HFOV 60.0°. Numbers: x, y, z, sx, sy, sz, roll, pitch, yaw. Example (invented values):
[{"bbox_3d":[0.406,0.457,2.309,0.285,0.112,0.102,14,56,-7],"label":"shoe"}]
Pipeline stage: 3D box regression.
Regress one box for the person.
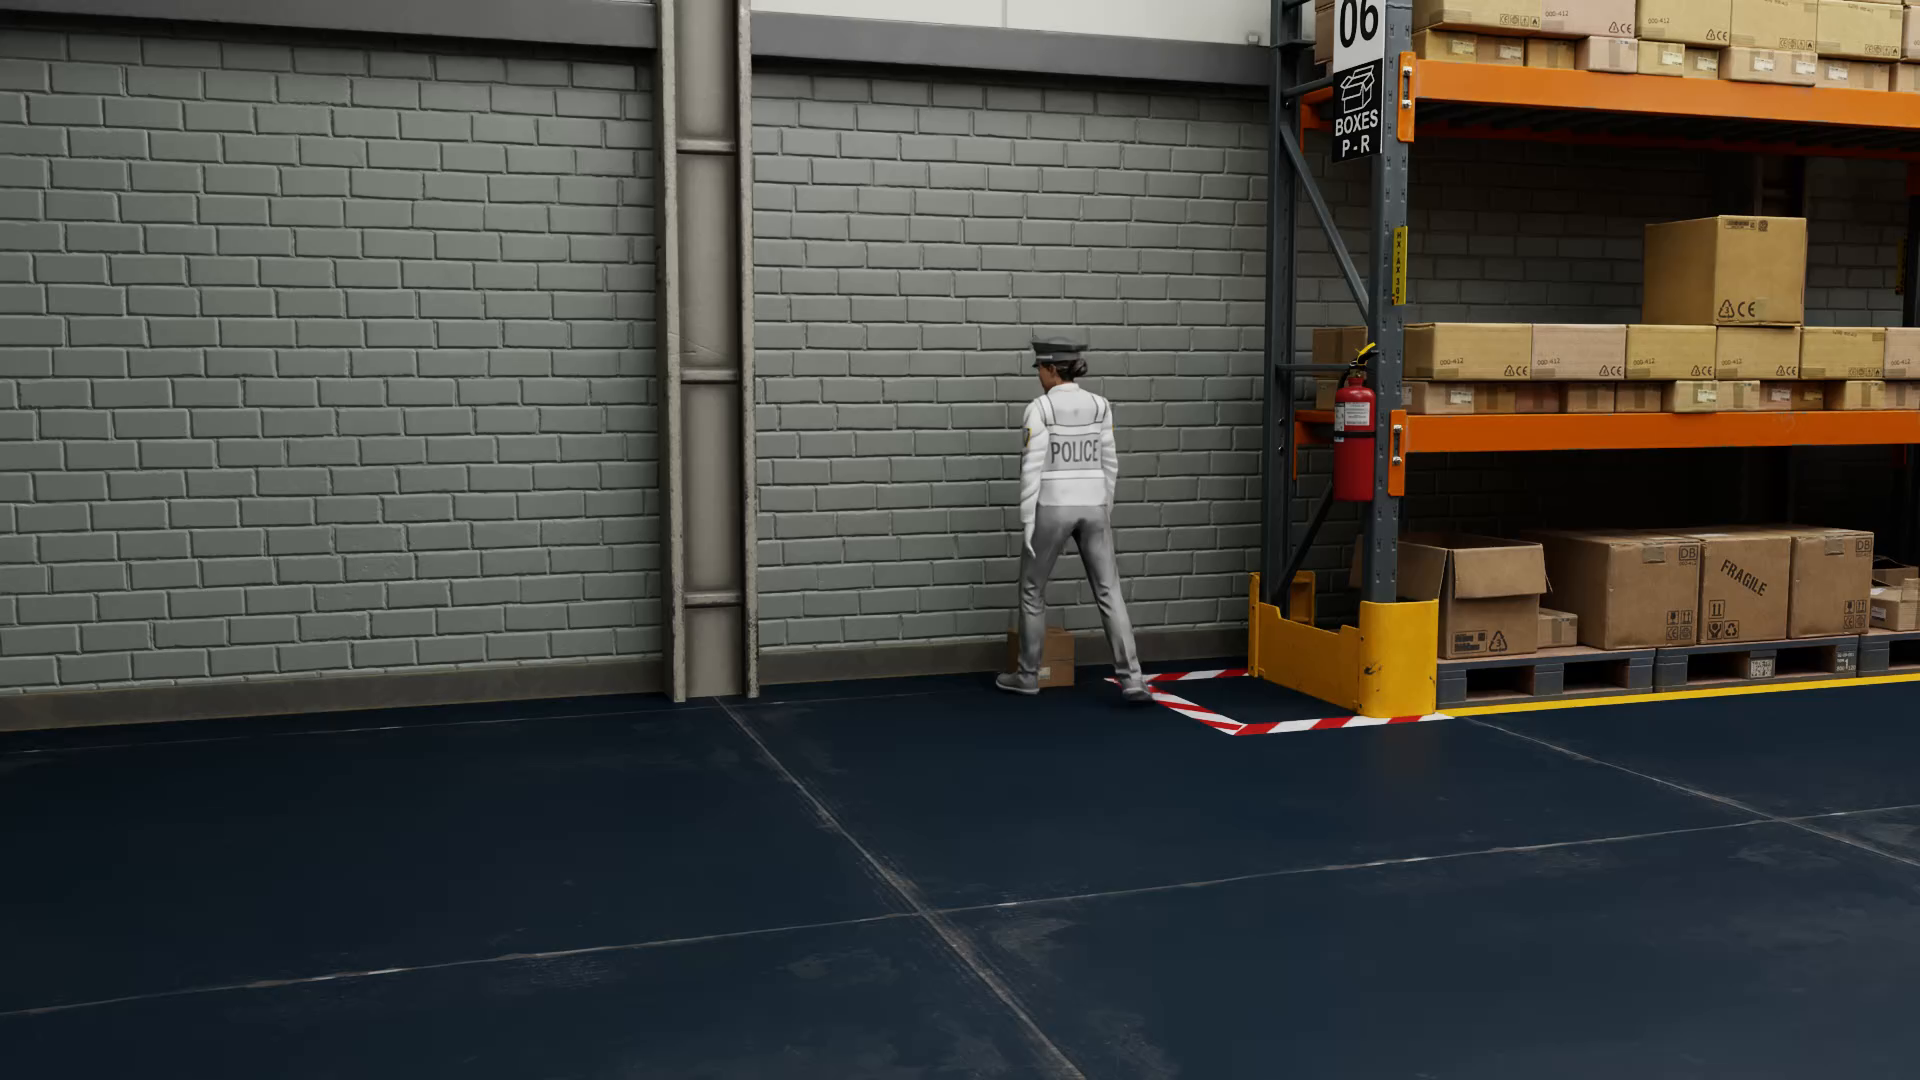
[{"bbox_3d":[0.531,-0.099,7.557,0.585,1.648,0.725,-2,6,-20],"label":"person"}]
